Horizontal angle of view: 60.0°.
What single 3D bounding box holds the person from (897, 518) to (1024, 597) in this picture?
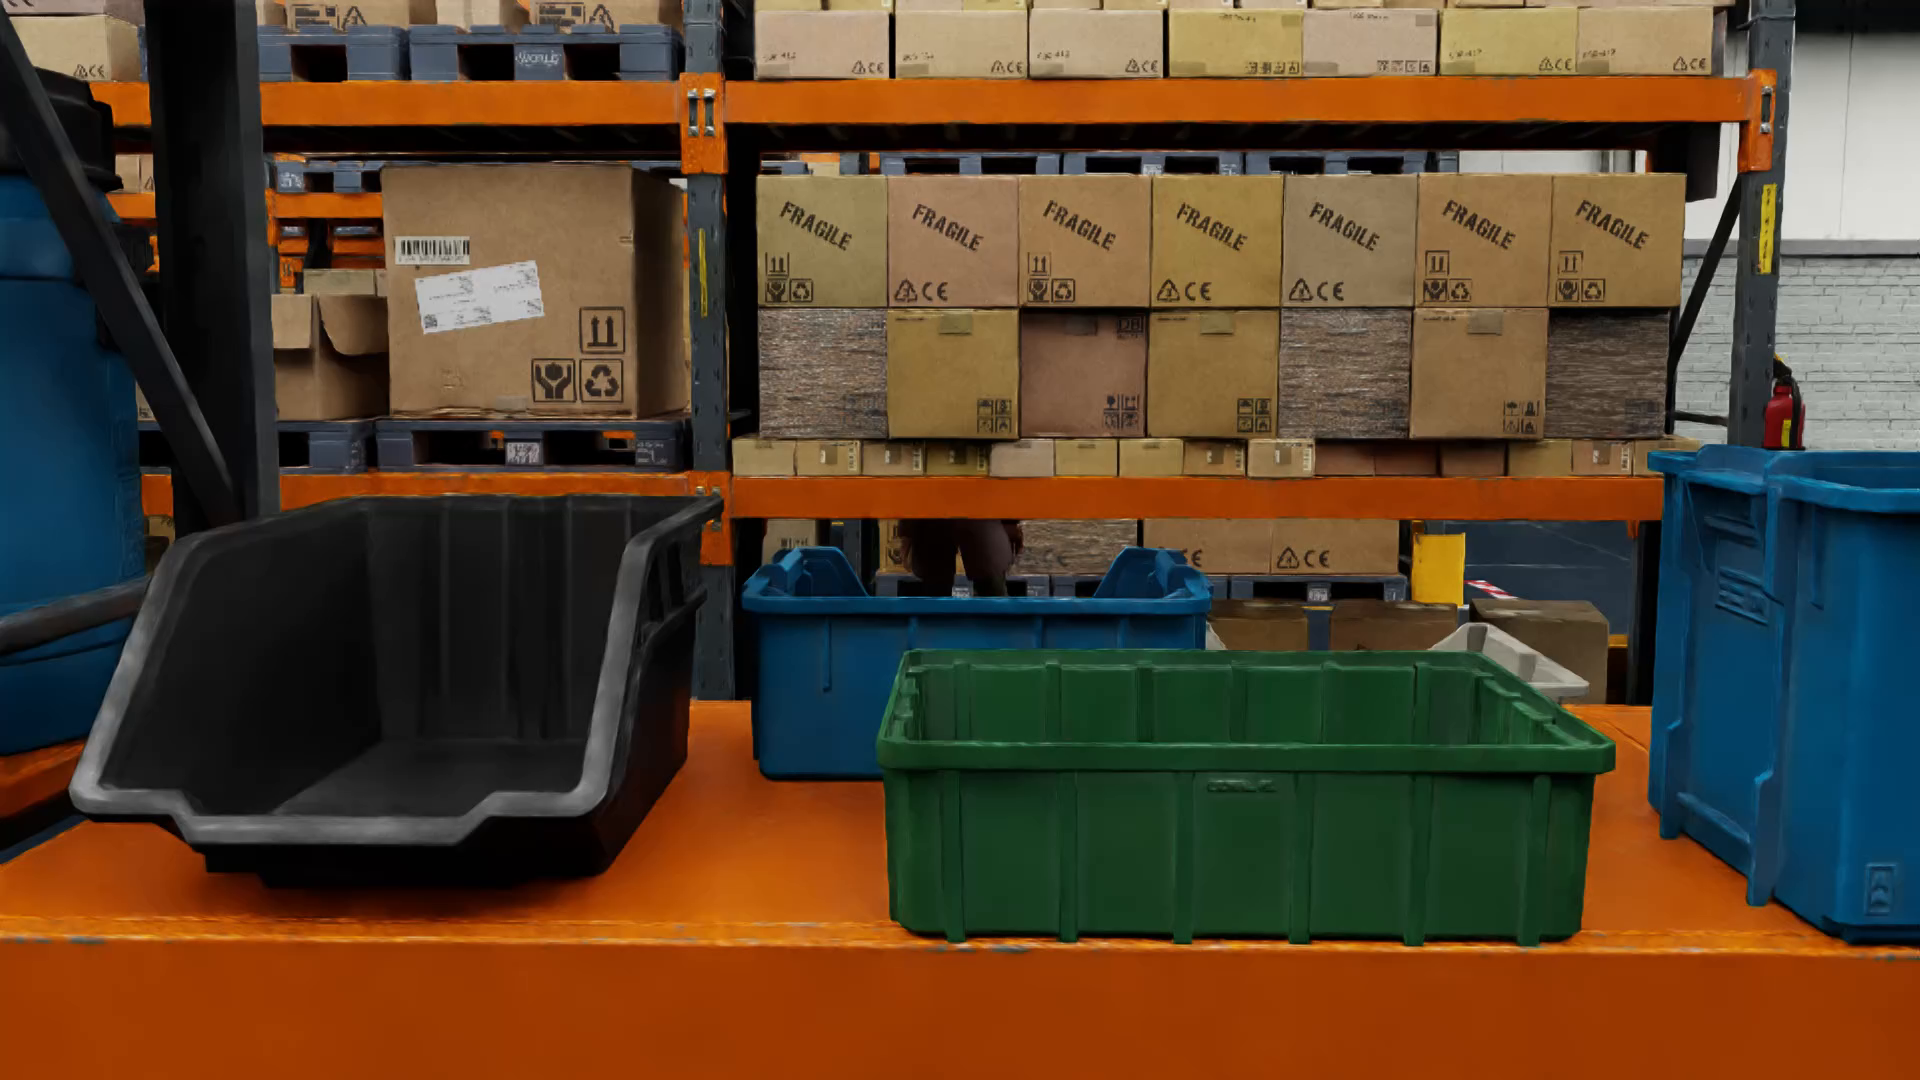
[{"bbox_3d":[0.014,-0.054,8.350,0.689,1.741,0.578,-1,7,-7],"label":"person"}]
